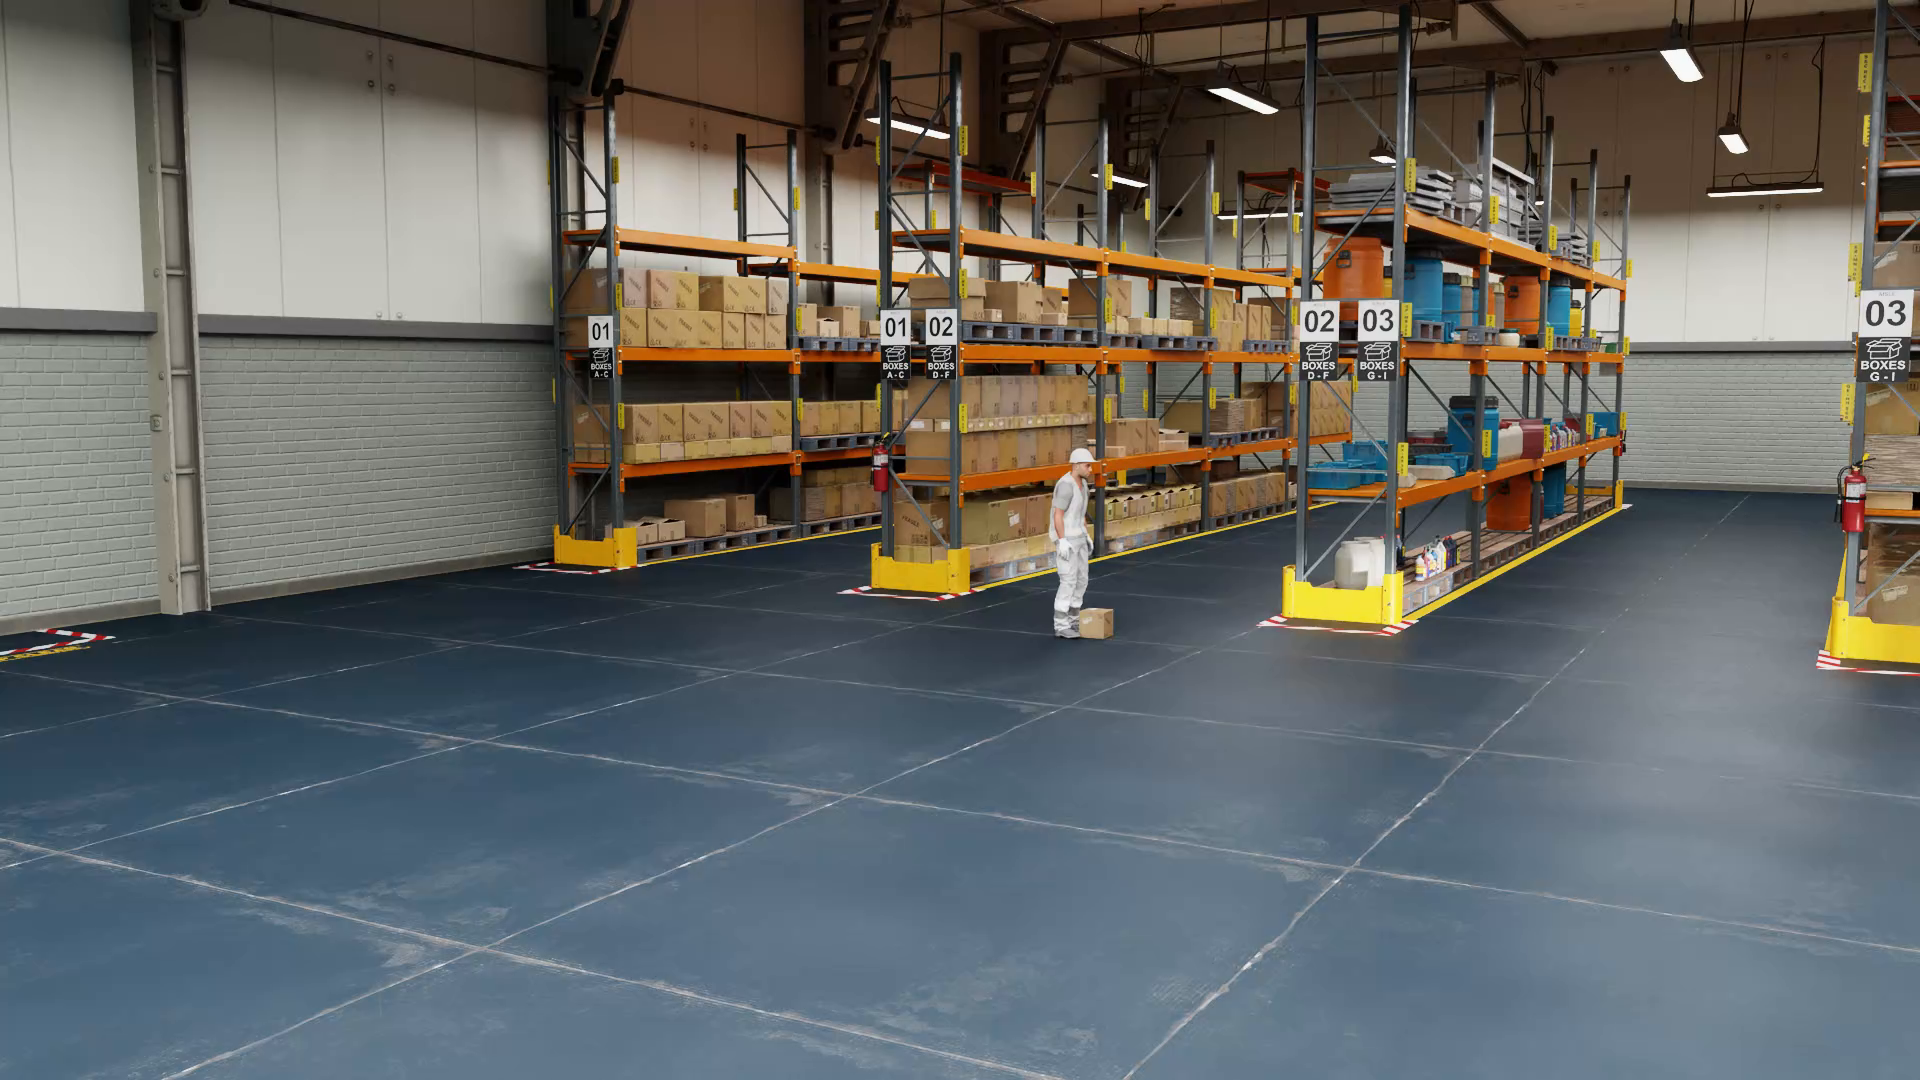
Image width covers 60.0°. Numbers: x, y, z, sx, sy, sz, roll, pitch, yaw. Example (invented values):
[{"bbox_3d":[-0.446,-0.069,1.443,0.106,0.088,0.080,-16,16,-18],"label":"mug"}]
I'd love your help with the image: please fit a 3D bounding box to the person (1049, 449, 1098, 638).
[{"bbox_3d":[1.084,0.021,15.795,0.449,1.779,0.609,3,7,29],"label":"person"}]
